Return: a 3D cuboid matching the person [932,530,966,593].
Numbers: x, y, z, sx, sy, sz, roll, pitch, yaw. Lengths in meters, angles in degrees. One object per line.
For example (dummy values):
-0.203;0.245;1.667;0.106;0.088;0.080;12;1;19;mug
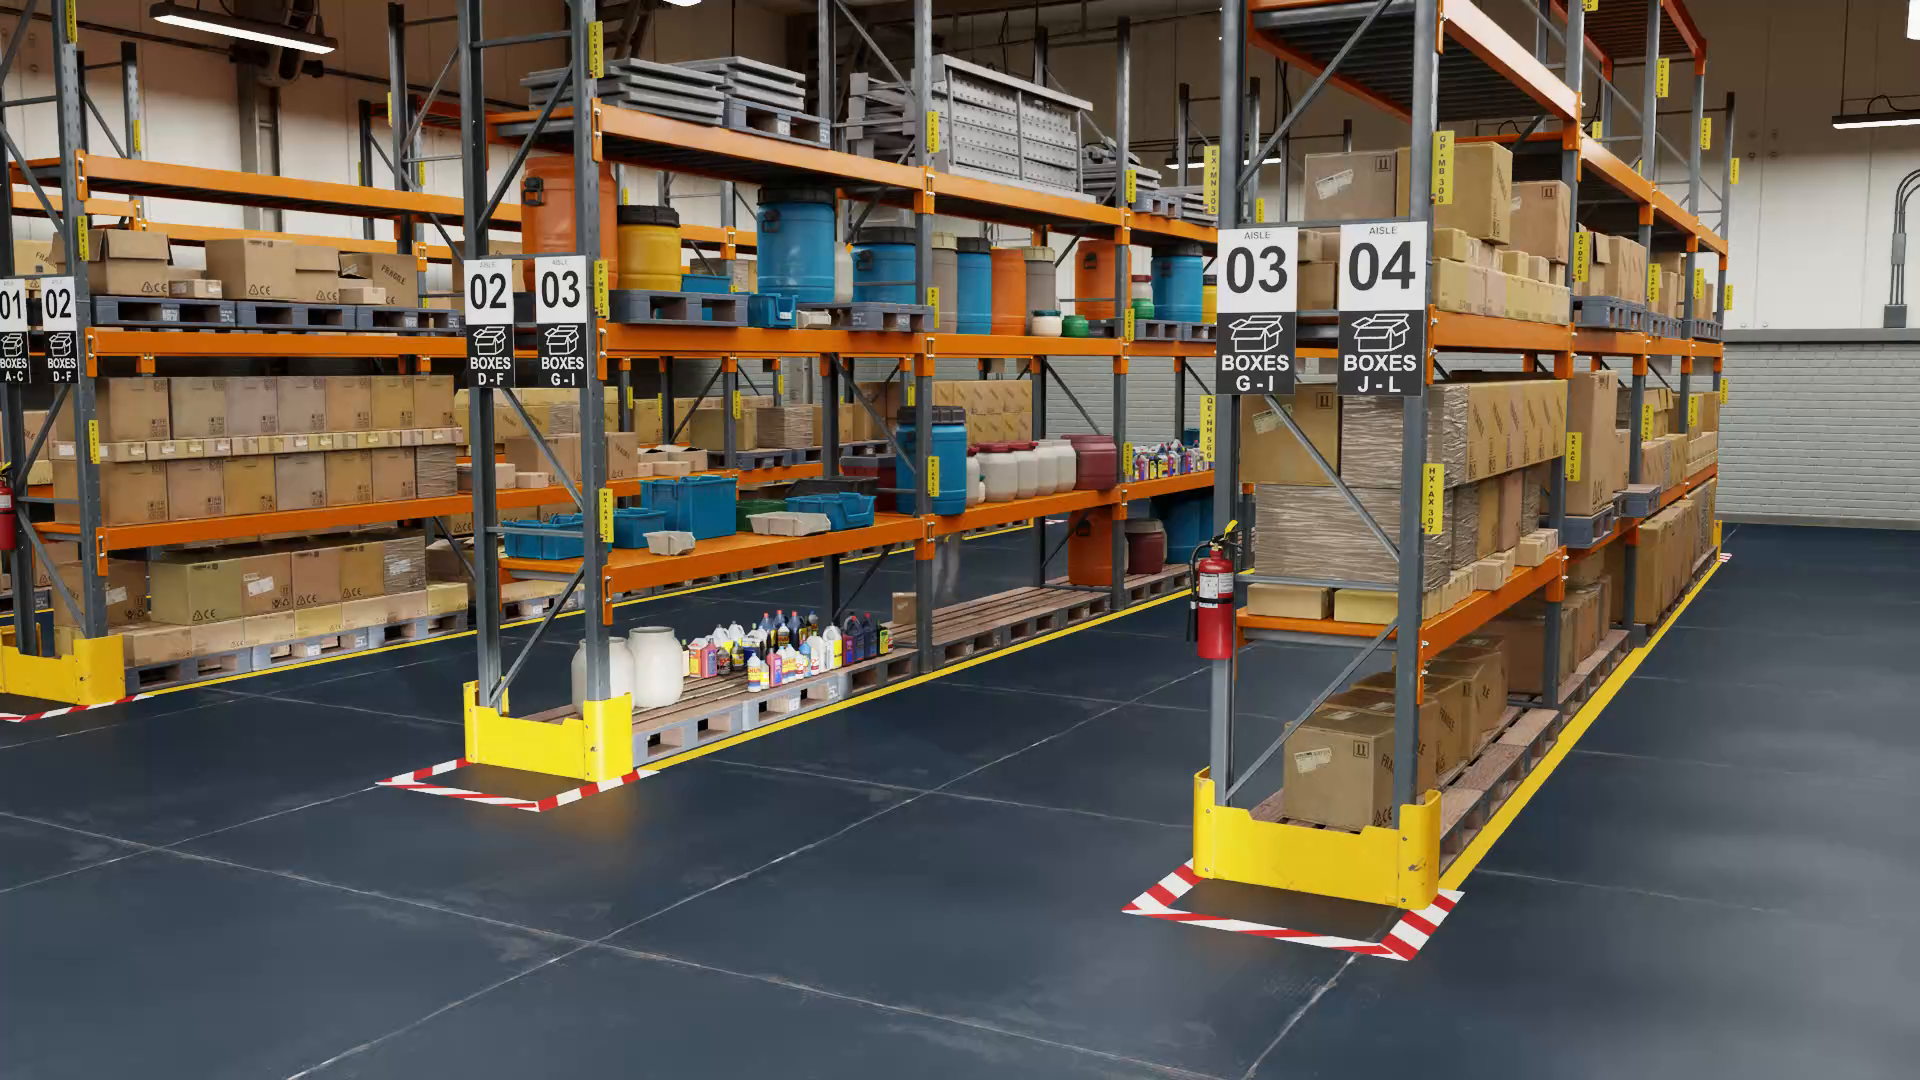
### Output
-0.129;-0.257;18.460;0.450;1.690;0.422;1;6;6;person
